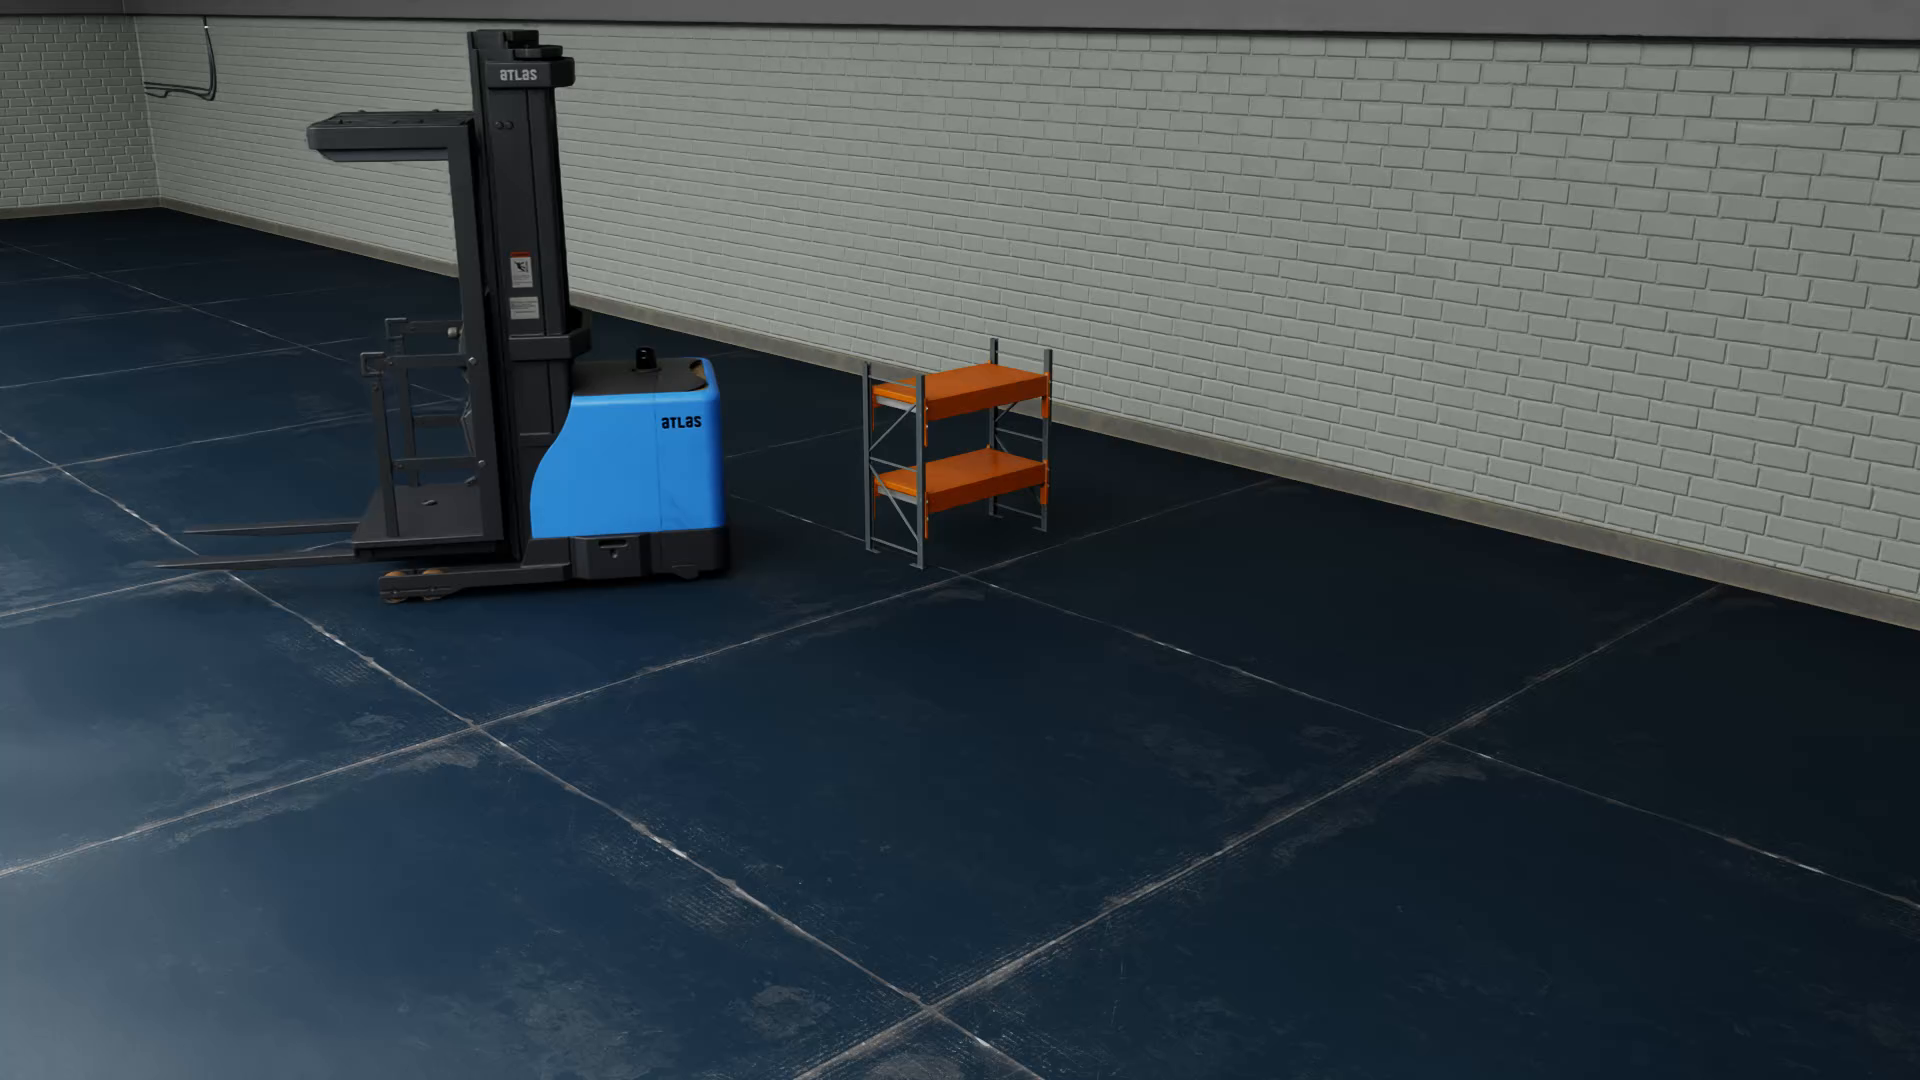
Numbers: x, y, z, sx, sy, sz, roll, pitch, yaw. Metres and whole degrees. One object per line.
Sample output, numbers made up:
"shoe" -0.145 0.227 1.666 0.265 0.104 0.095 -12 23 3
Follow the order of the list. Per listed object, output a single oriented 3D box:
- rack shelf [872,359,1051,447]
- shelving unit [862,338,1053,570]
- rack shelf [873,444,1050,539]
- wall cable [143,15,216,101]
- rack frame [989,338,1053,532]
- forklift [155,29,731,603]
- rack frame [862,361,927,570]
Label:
"rack shelf" -0.005 -0.812 9.717 1.000 0.278 0.538 -16 24 -41
"shelving unit" -0.005 -0.534 9.807 1.048 1.125 0.538 -16 24 -41
"rack shelf" -0.005 -0.301 9.882 1.000 0.278 0.538 -16 24 -41
"wall cable" -11.579 -7.710 24.210 0.112 2.526 3.097 -16 24 -41
"rack frame" 0.364 -0.641 10.139 0.032 1.125 0.500 -16 24 -41
"forklift" -2.858 -1.233 9.037 3.031 2.935 1.130 -3 18 -11
"rack frame" -0.374 -0.426 9.475 0.032 1.125 0.500 -16 24 -41
